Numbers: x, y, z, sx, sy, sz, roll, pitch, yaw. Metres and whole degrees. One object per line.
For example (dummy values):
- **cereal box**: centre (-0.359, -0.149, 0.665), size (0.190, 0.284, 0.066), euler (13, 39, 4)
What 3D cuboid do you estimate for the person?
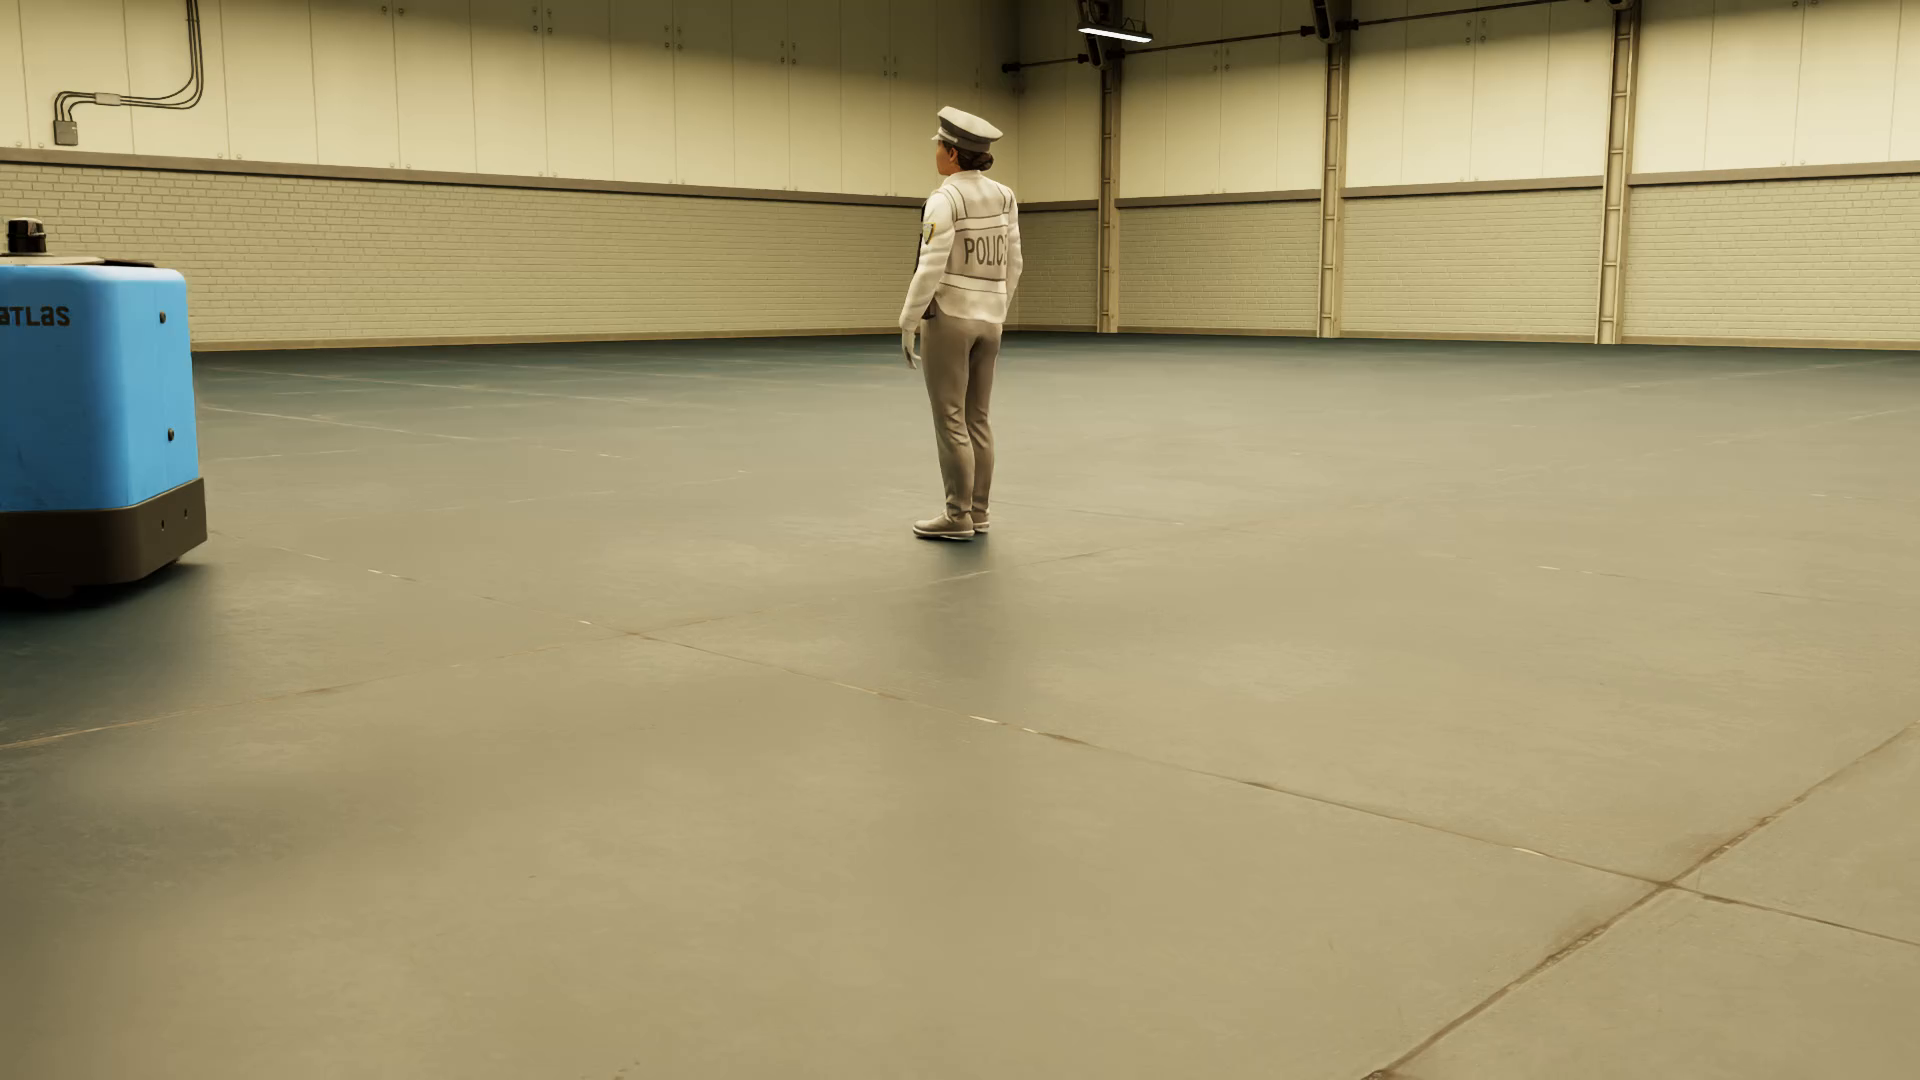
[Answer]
- **person**: centre (-0.044, -0.853, 6.643), size (0.530, 1.694, 0.586), euler (8, 12, 43)

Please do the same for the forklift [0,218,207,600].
- **forklift**: centre (-4.223, -1.271, 5.314), size (3.031, 2.935, 1.130), euler (-2, 9, -11)
